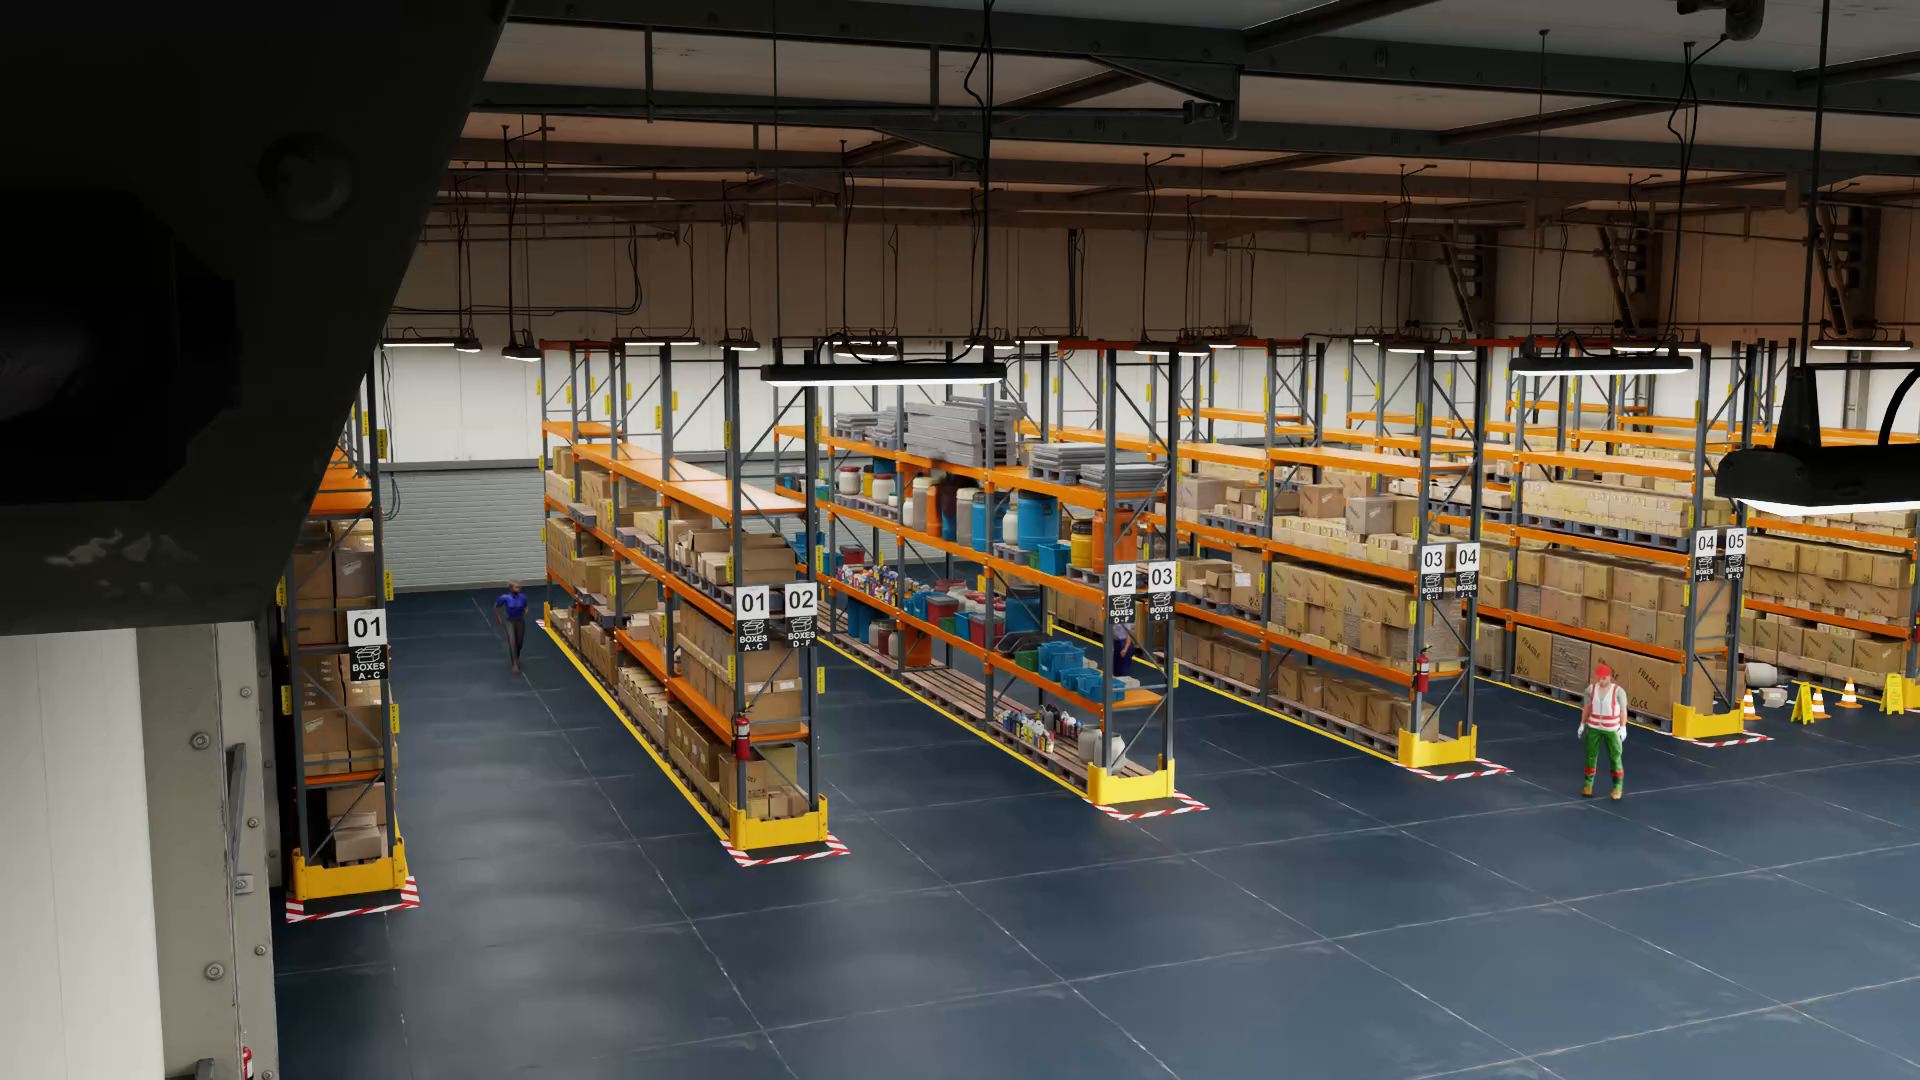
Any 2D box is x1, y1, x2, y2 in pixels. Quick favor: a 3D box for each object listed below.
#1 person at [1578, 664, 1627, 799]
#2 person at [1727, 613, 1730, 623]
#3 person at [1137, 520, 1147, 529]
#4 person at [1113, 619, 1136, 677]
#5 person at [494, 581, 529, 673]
[{"bbox_3d":[8.599,2.544,22.309,0.604,1.783,0.408,5,9,31],"label":"person"},{"bbox_3d":[15.608,1.108,33.633,0.684,1.716,0.520,3,8,19],"label":"person"},{"bbox_3d":[4.475,0.151,41.216,0.973,1.627,0.574,-2,8,-17],"label":"person"},{"bbox_3d":[2.730,1.845,28.350,0.488,1.632,0.558,-1,7,-6],"label":"person"},{"bbox_3d":[-8.175,1.603,30.397,0.628,1.498,1.028,-3,8,-20],"label":"person"}]
